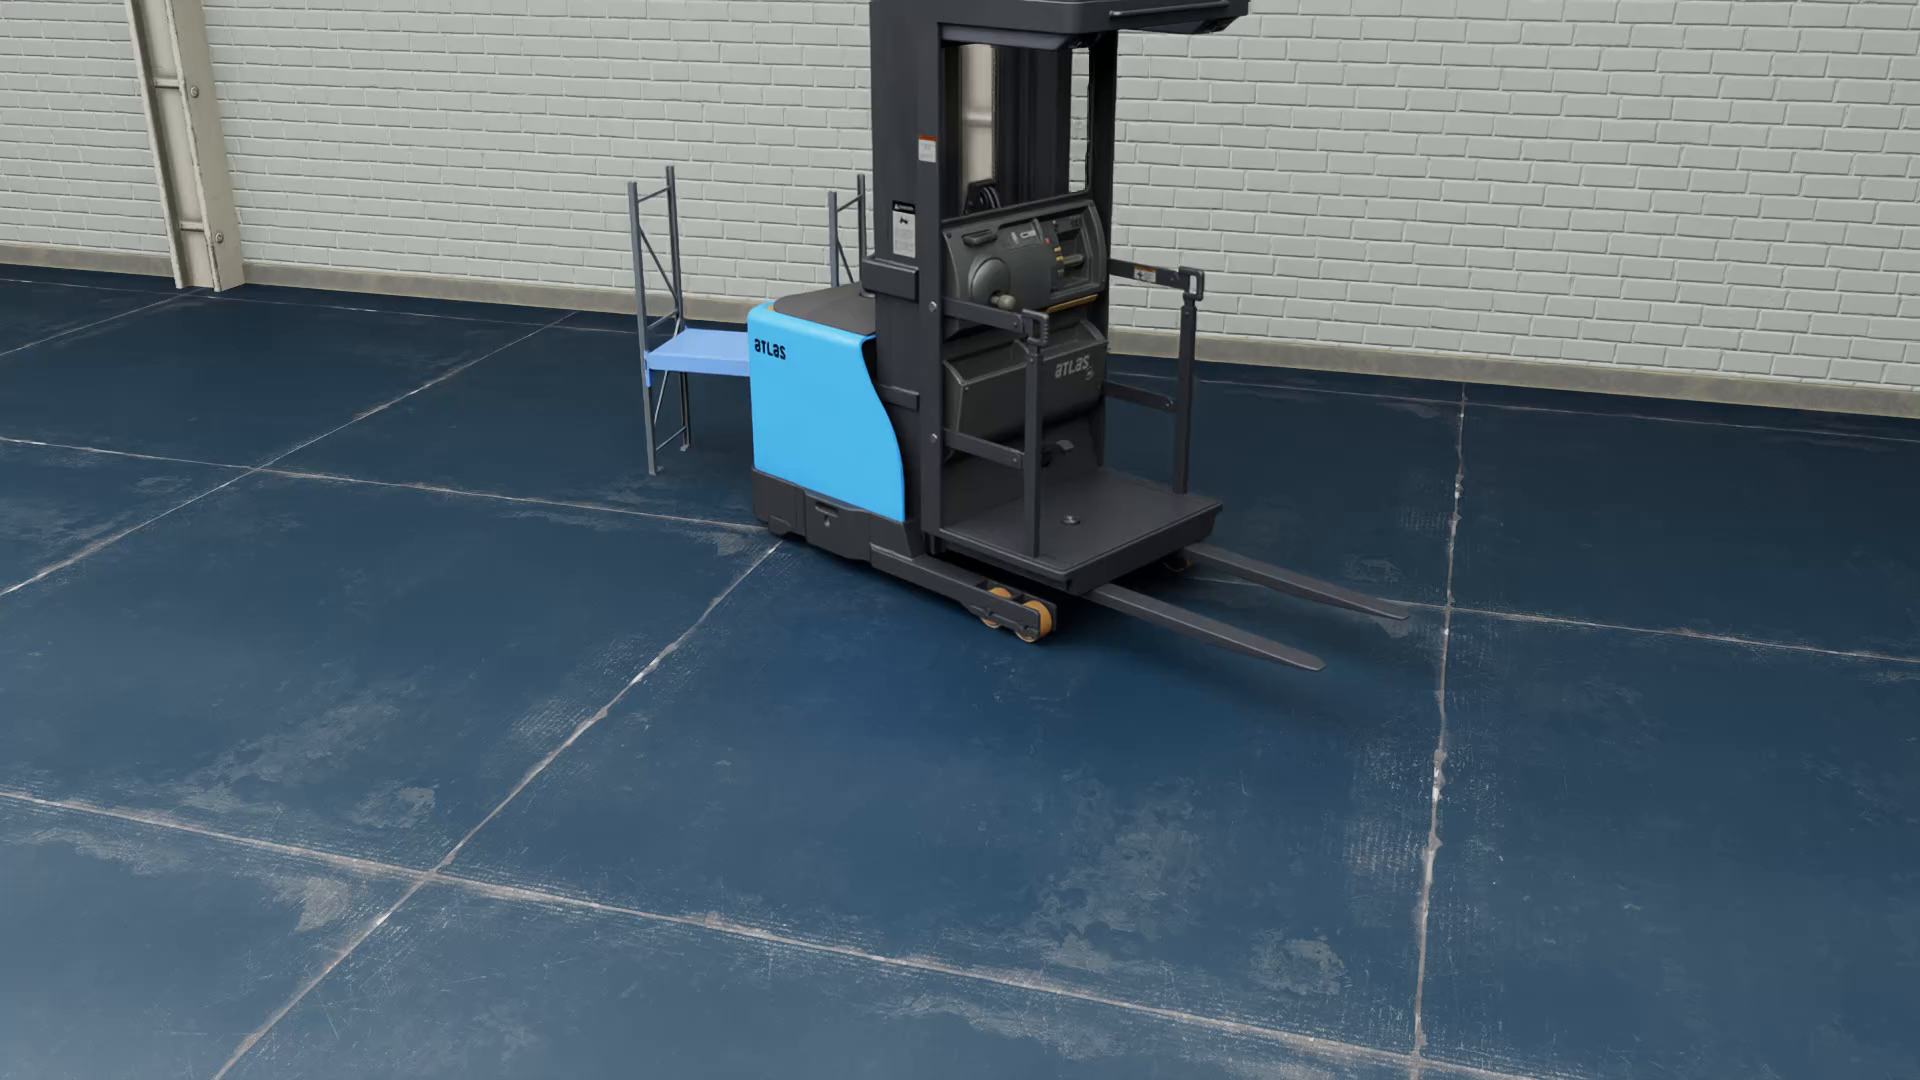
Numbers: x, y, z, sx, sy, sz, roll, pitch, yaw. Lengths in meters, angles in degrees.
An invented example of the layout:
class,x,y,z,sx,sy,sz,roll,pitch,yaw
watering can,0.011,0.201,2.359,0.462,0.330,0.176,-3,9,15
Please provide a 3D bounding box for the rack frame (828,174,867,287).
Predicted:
class,x,y,z,sx,sy,sz,roll,pitch,yaw
rack frame,-0.545,-1.028,8.299,0.032,1.500,0.500,5,23,13

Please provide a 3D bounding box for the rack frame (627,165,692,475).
class,x,y,z,sx,sy,sz,roll,pitch,yaw
rack frame,-1.531,-1.122,8.528,0.032,1.500,0.500,5,23,13

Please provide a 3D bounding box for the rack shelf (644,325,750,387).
class,x,y,z,sx,sy,sz,roll,pitch,yaw
rack shelf,-1.038,-0.908,8.482,1.000,0.185,0.538,5,23,13

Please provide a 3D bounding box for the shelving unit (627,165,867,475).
class,x,y,z,sx,sy,sz,roll,pitch,yaw
shelving unit,-1.038,-1.075,8.414,1.048,1.500,0.538,5,23,13

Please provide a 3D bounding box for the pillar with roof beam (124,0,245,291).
class,x,y,z,sx,sy,sz,roll,pitch,yaw
pillar with roof beam,-6.826,-4.503,6.891,0.400,9.000,9.100,7,23,16

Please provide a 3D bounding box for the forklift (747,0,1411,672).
class,x,y,z,sx,sy,sz,roll,pitch,yaw
forklift,0.434,-1.164,6.746,3.031,2.935,1.130,20,30,40

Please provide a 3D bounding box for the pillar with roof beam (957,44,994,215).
class,x,y,z,sx,sy,sz,roll,pitch,yaw
pillar with roof beam,-1.082,-3.846,5.288,0.400,9.000,9.100,7,23,16
